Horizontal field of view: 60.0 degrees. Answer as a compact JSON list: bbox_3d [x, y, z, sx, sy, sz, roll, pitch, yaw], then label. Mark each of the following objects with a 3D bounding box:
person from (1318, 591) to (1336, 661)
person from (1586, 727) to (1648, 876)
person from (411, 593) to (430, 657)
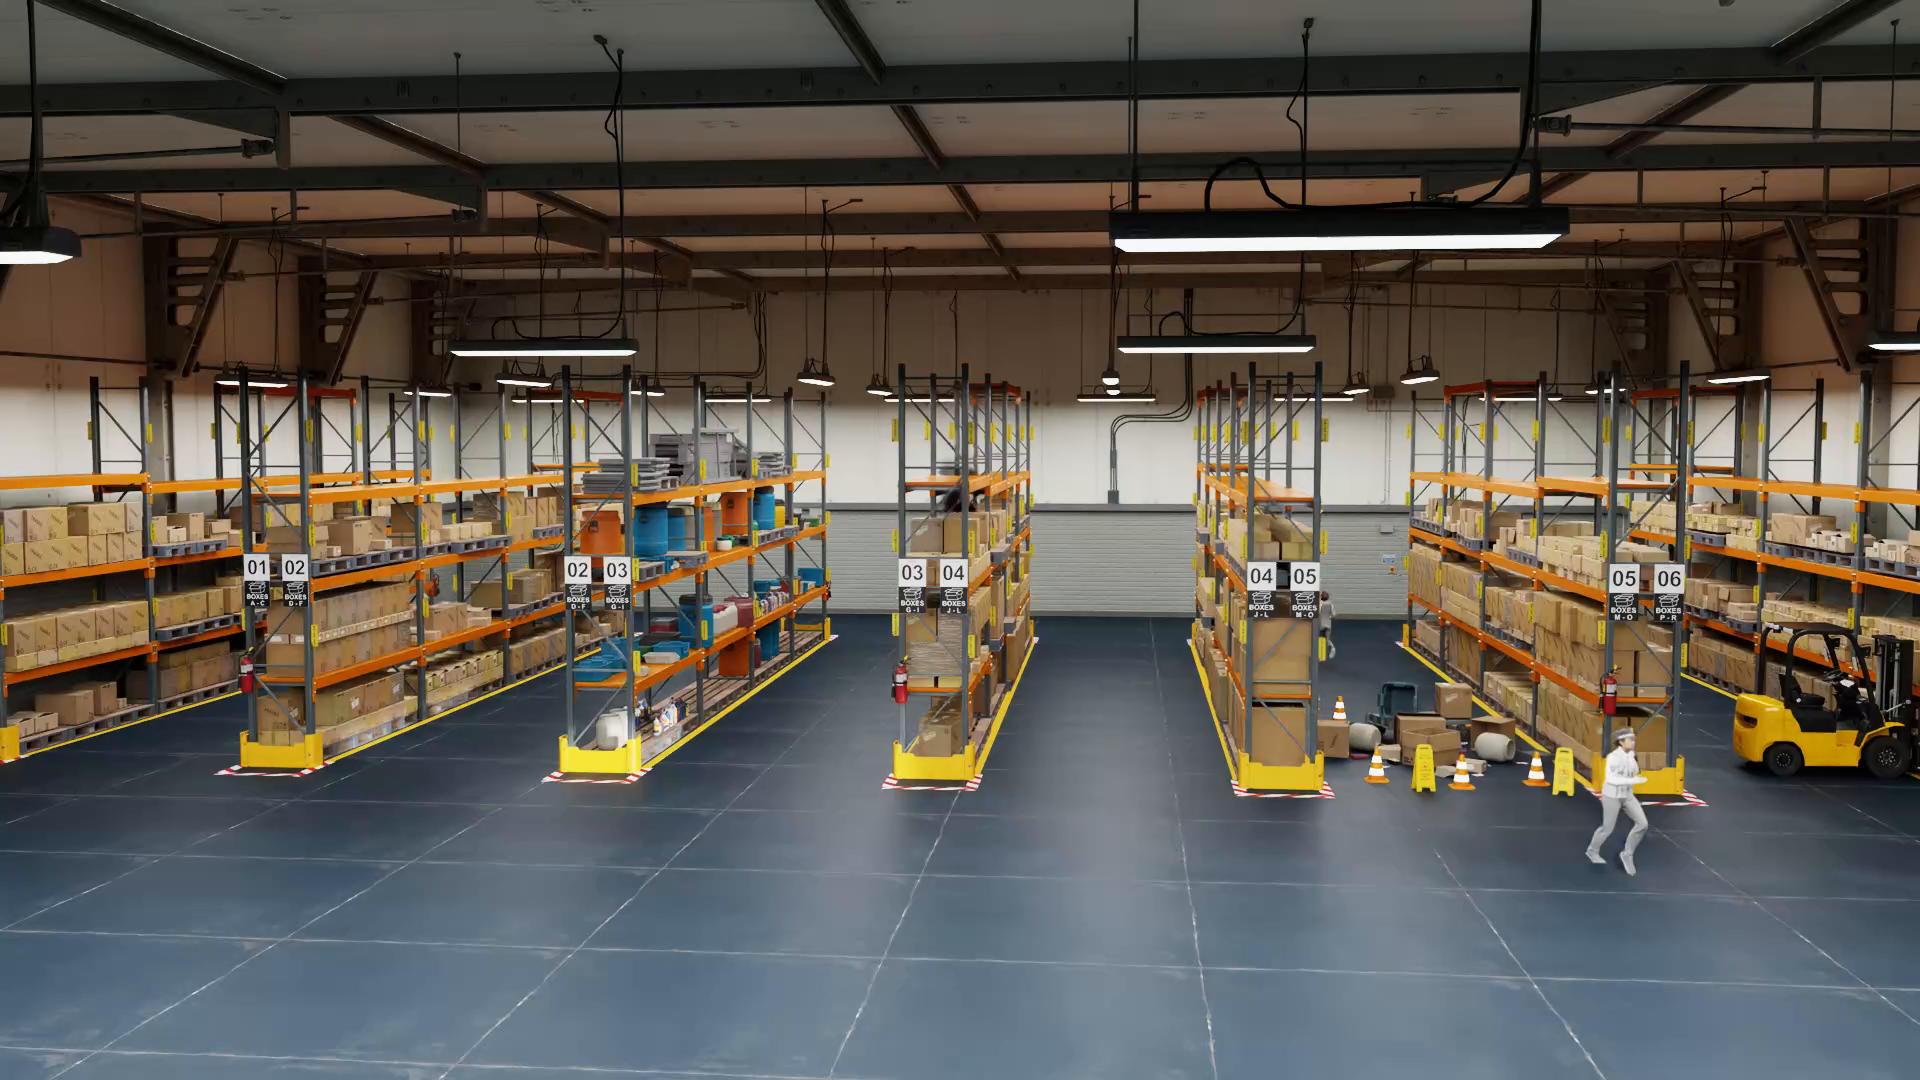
[{"bbox_3d":[7.916,1.895,36.153,0.546,1.587,0.813,-1,4,-13],"label":"person"},{"bbox_3d":[7.499,2.948,18.950,0.639,1.694,0.803,-2,4,-33],"label":"person"},{"bbox_3d":[-10.893,1.957,33.695,0.662,1.782,0.644,0,4,5],"label":"person"}]
